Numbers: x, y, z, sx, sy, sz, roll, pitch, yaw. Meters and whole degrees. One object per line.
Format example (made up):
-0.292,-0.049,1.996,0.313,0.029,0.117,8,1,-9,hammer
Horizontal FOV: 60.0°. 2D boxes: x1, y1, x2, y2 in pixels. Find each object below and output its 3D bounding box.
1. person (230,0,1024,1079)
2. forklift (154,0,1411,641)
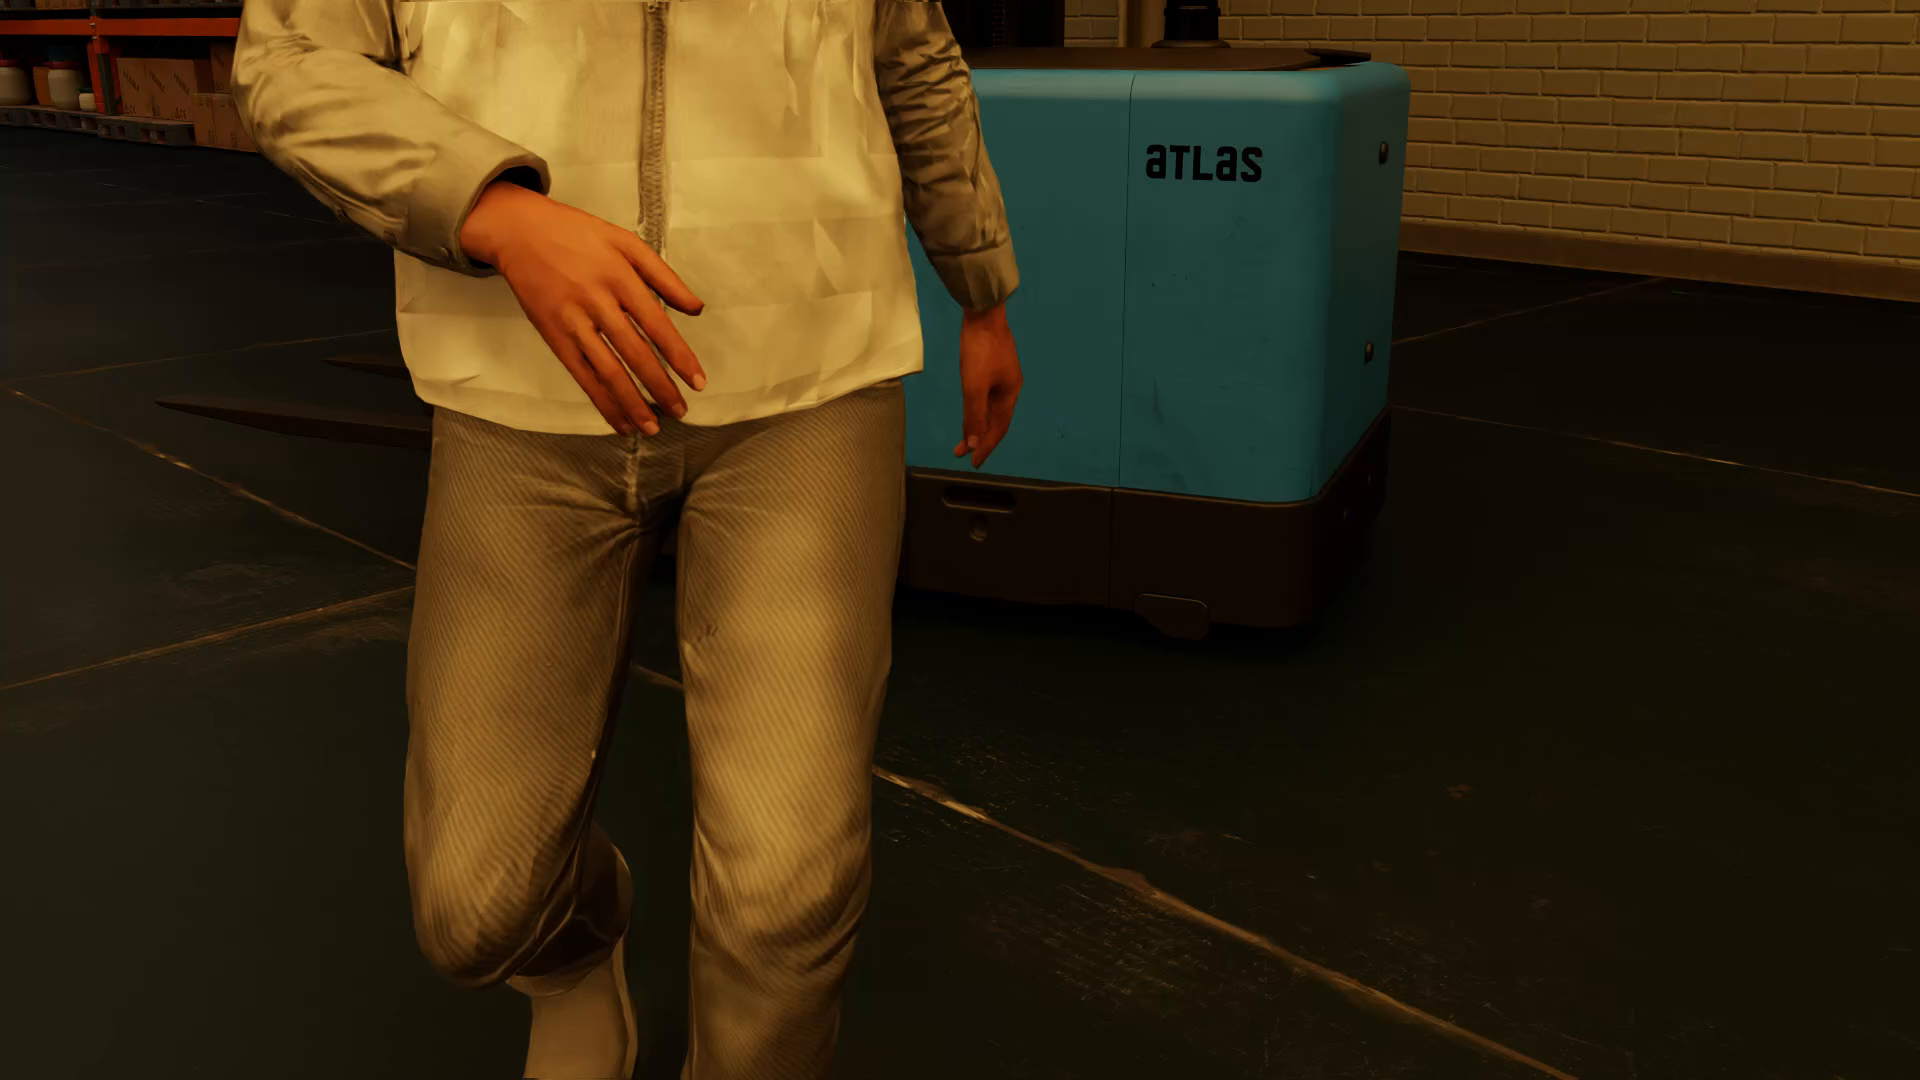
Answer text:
-0.232,-0.135,1.446,0.659,1.710,0.634,-2,17,-6,person
-0.563,-1.469,3.684,3.031,2.935,1.130,7,18,21,forklift
